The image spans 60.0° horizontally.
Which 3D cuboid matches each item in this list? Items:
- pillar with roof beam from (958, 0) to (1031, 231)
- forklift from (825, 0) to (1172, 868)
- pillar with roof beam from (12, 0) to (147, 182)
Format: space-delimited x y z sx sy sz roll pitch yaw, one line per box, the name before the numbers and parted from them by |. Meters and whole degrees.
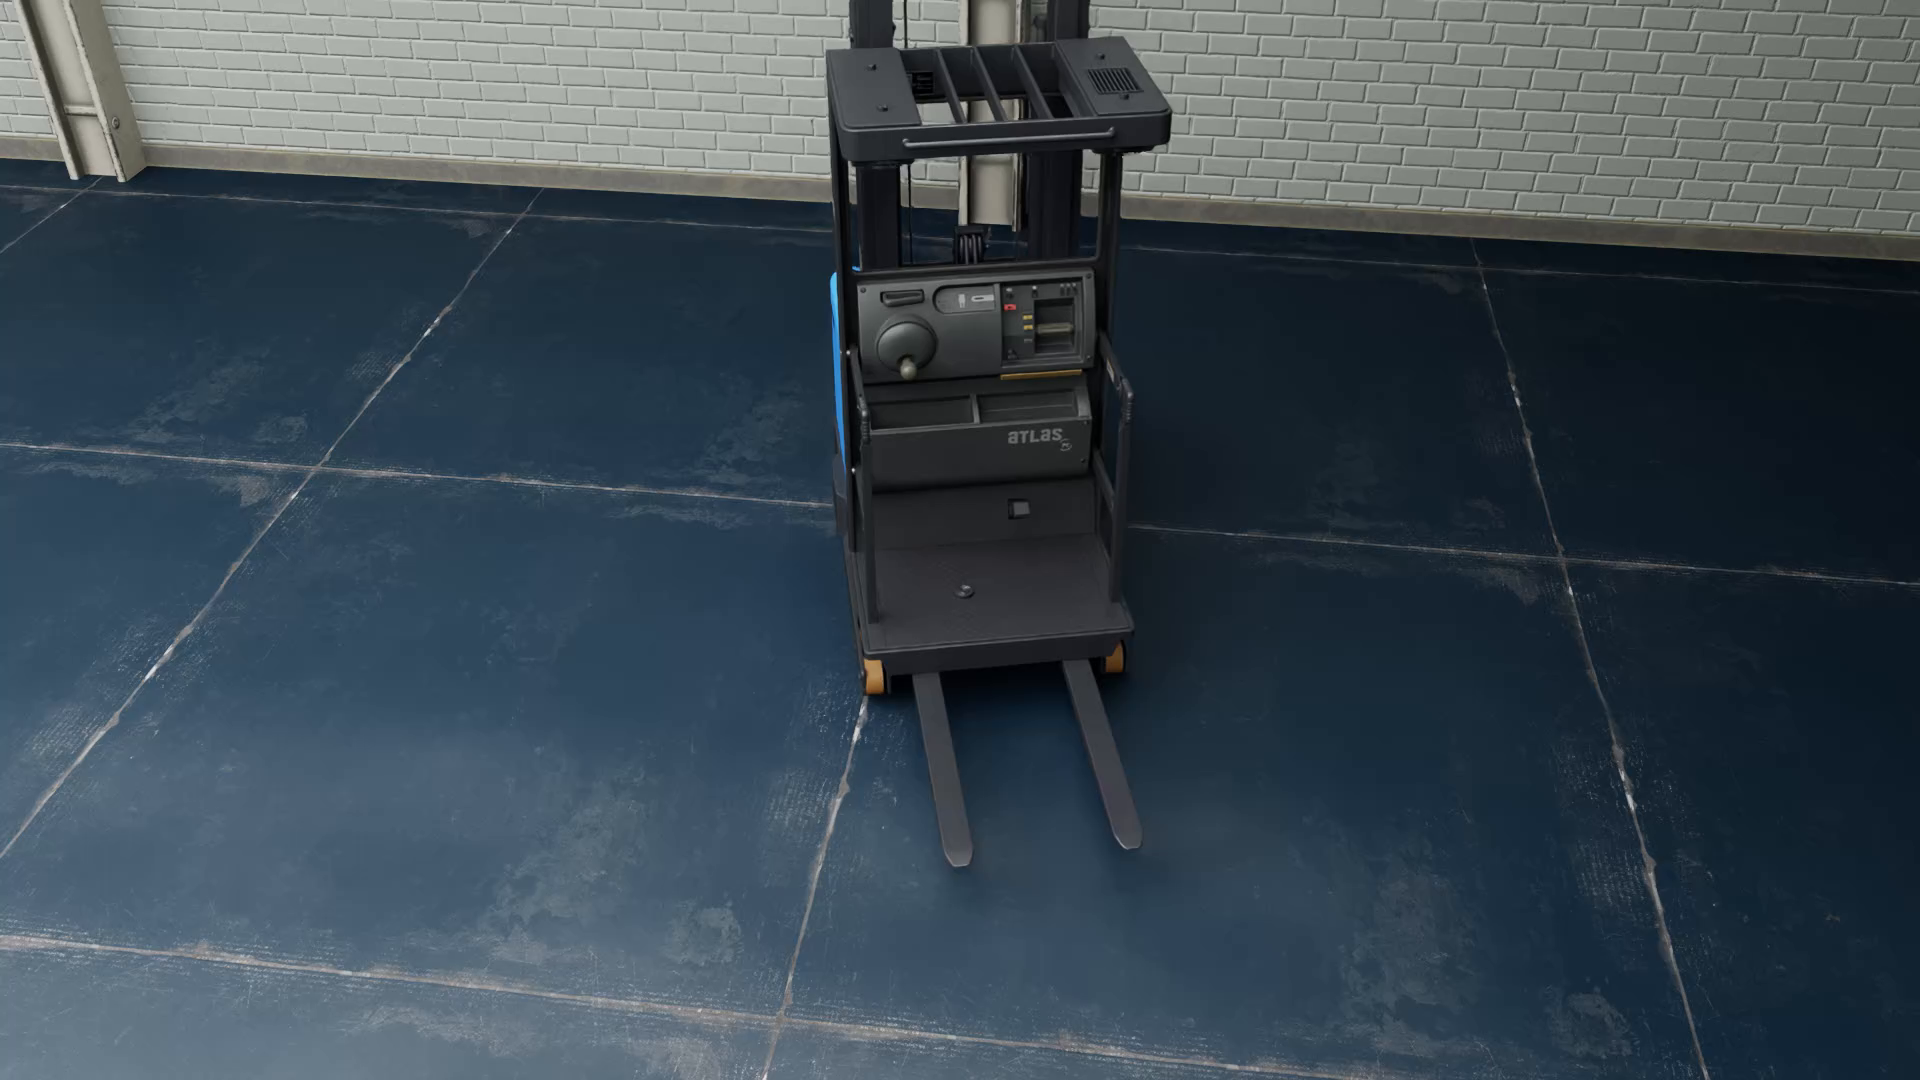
pillar with roof beam | -0.342 -3.231 4.530 0.400 9.000 9.100 4 36 6
forklift | 0.100 -0.773 6.310 1.130 2.935 3.031 -5 36 -6
pillar with roof beam | -6.293 -3.675 5.152 0.400 9.000 9.100 4 36 6
